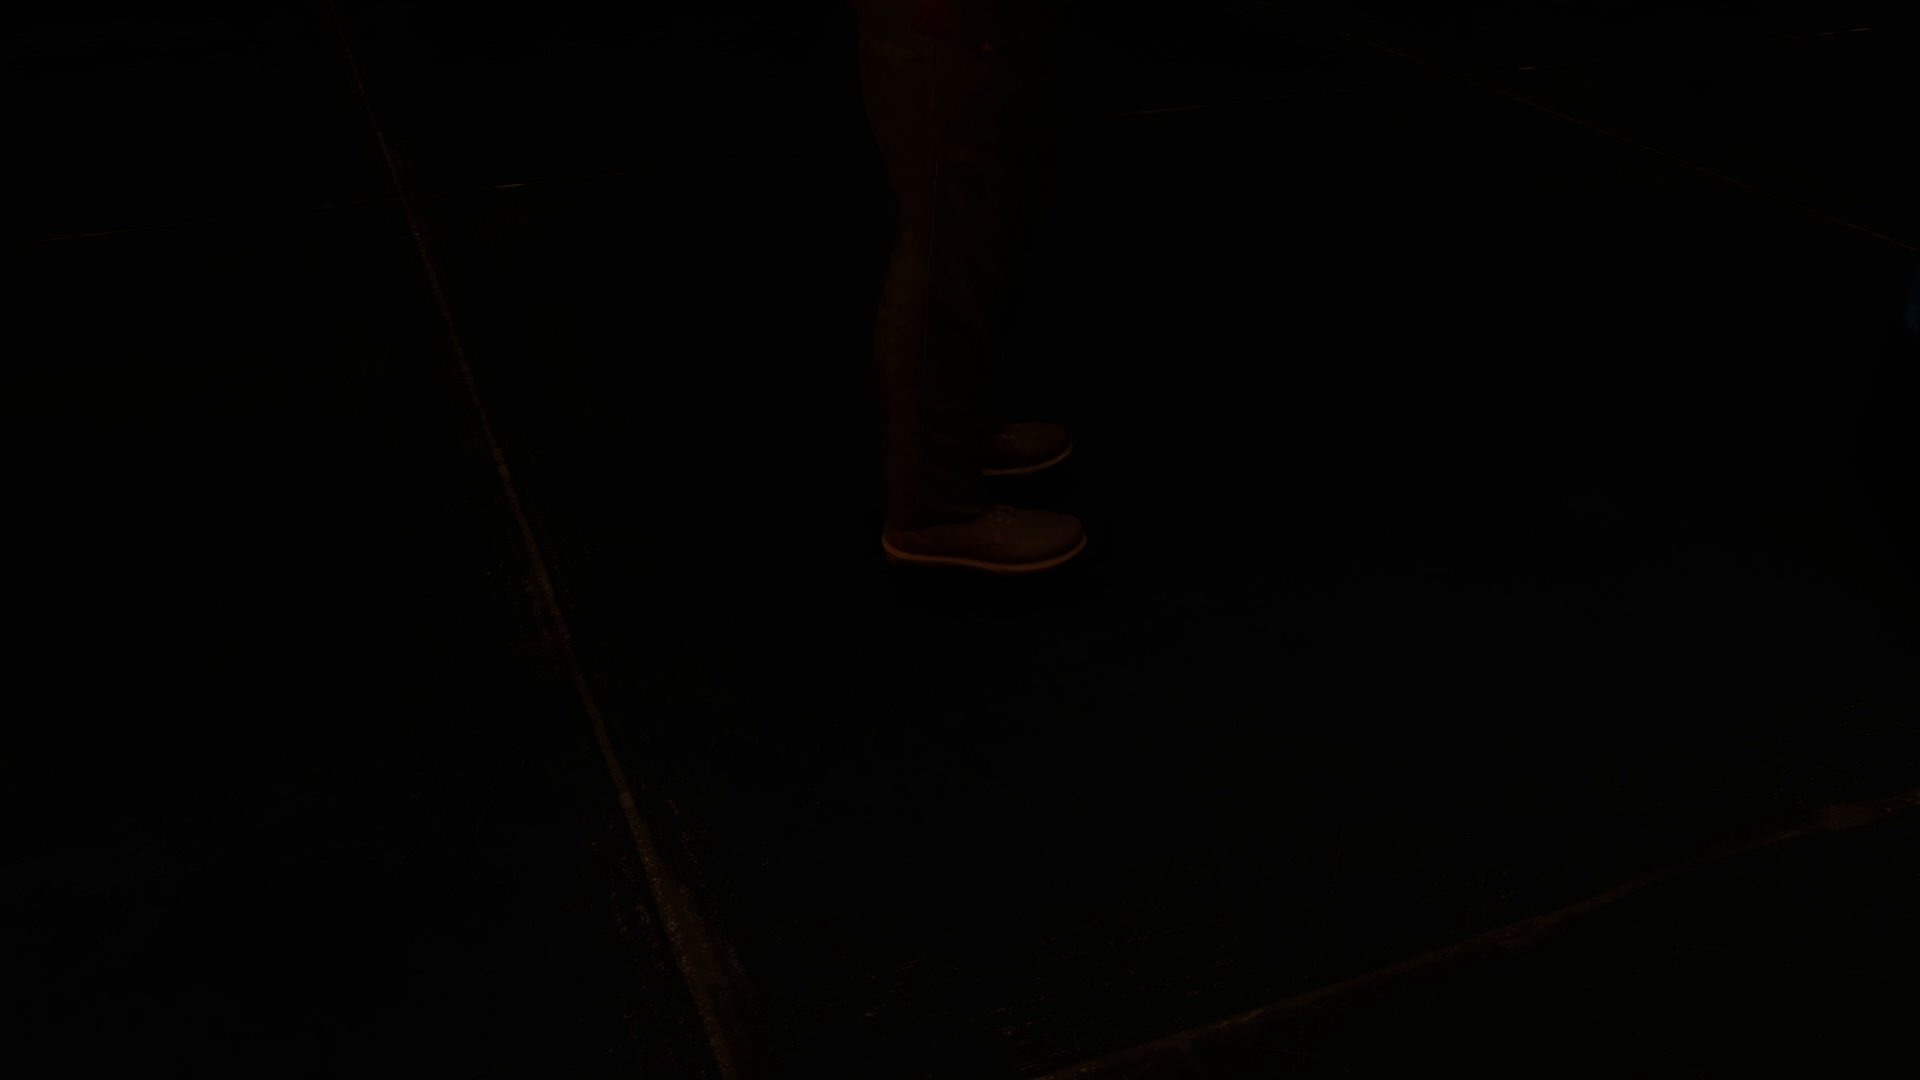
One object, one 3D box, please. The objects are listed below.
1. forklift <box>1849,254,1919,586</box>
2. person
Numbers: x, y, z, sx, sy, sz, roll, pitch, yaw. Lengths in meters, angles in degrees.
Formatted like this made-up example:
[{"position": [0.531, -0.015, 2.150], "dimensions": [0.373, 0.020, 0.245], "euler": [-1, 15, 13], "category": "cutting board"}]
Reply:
[{"position": [2.769, -0.973, 1.247], "dimensions": [3.031, 2.935, 1.130], "euler": [6, 30, 10], "category": "forklift"}, {"position": [0.034, -0.762, 2.091], "dimensions": [0.345, 1.659, 0.466], "euler": [6, 30, 10], "category": "person"}]
